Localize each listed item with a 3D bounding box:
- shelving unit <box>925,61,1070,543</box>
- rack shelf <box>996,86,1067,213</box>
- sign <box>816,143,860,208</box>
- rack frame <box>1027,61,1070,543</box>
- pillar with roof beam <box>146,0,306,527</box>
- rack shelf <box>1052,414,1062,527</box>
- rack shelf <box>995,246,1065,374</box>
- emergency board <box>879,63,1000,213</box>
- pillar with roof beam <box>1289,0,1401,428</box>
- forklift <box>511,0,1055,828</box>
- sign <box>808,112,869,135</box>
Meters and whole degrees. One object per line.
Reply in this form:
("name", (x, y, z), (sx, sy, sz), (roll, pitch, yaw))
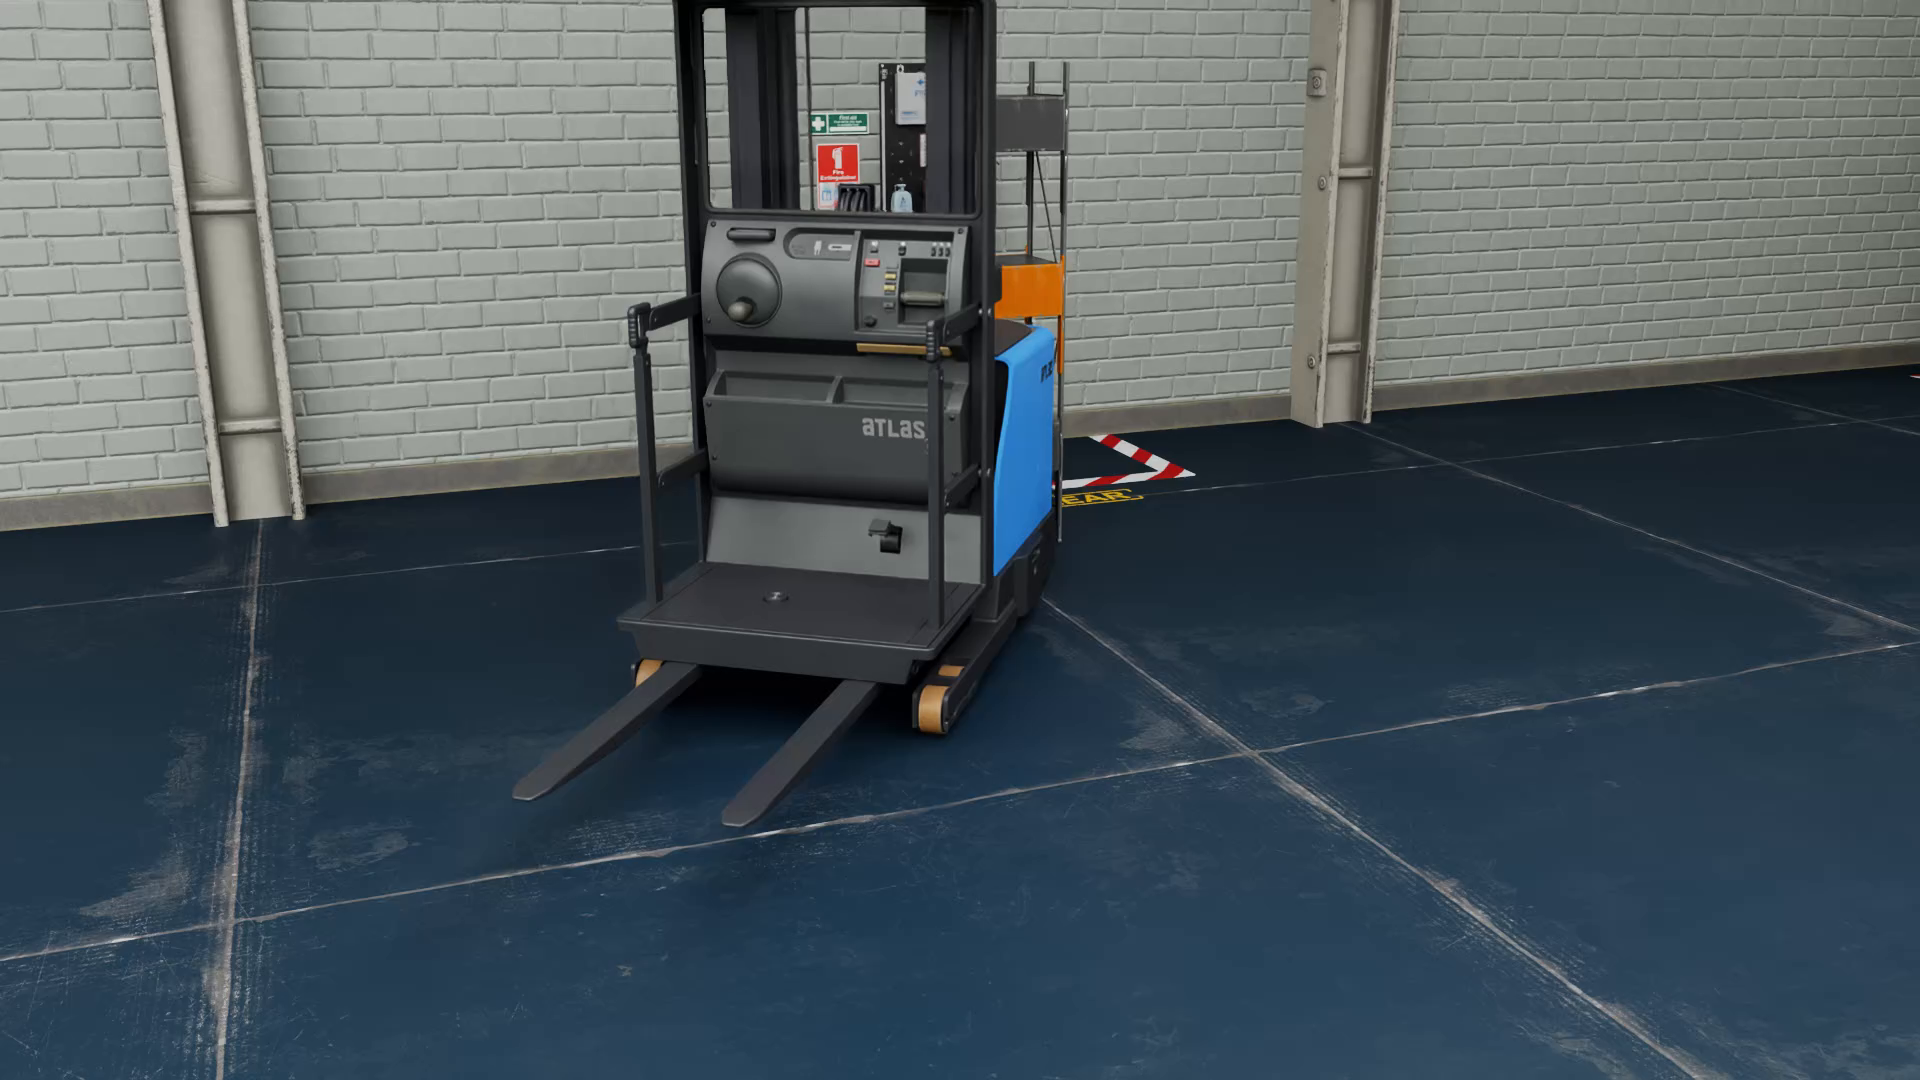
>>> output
("shelving unit", (0.155, -1.024, 7.359), (0.503, 2.100, 0.431), (-6, 17, -20))
("rack shelf", (0.155, -1.683, 7.166), (0.480, 0.518, 0.431), (-6, 17, -20))
("sign", (-0.638, -1.915, 8.733), (0.234, 0.329, 0.001), (-6, 17, -20))
("rack frame", (0.382, -1.049, 7.443), (0.015, 2.100, 0.400), (-6, 17, -20))
("pillar with roof beam", (-1.826, -3.307, 2.888), (0.400, 9.000, 9.100), (-6, 17, -20))
("rack shelf", (0.155, -0.339, 7.560), (0.480, 0.518, 0.431), (-6, 17, -20))
("rack shelf", (0.155, -1.011, 7.363), (0.480, 0.518, 0.431), (-6, 17, -20))
("emergency board", (-0.085, -1.927, 8.836), (0.643, 1.169, 0.194), (-6, 17, -20))
("pillar with roof beam", (3.777, -3.912, 4.948), (0.400, 9.000, 9.100), (-6, 17, -20))
("forklift", (-0.484, -0.889, 5.425), (1.130, 2.935, 3.031), (4, 17, 15))
("sign", (-0.631, -2.168, 8.652), (0.331, 0.109, 0.001), (-6, 17, -20))
